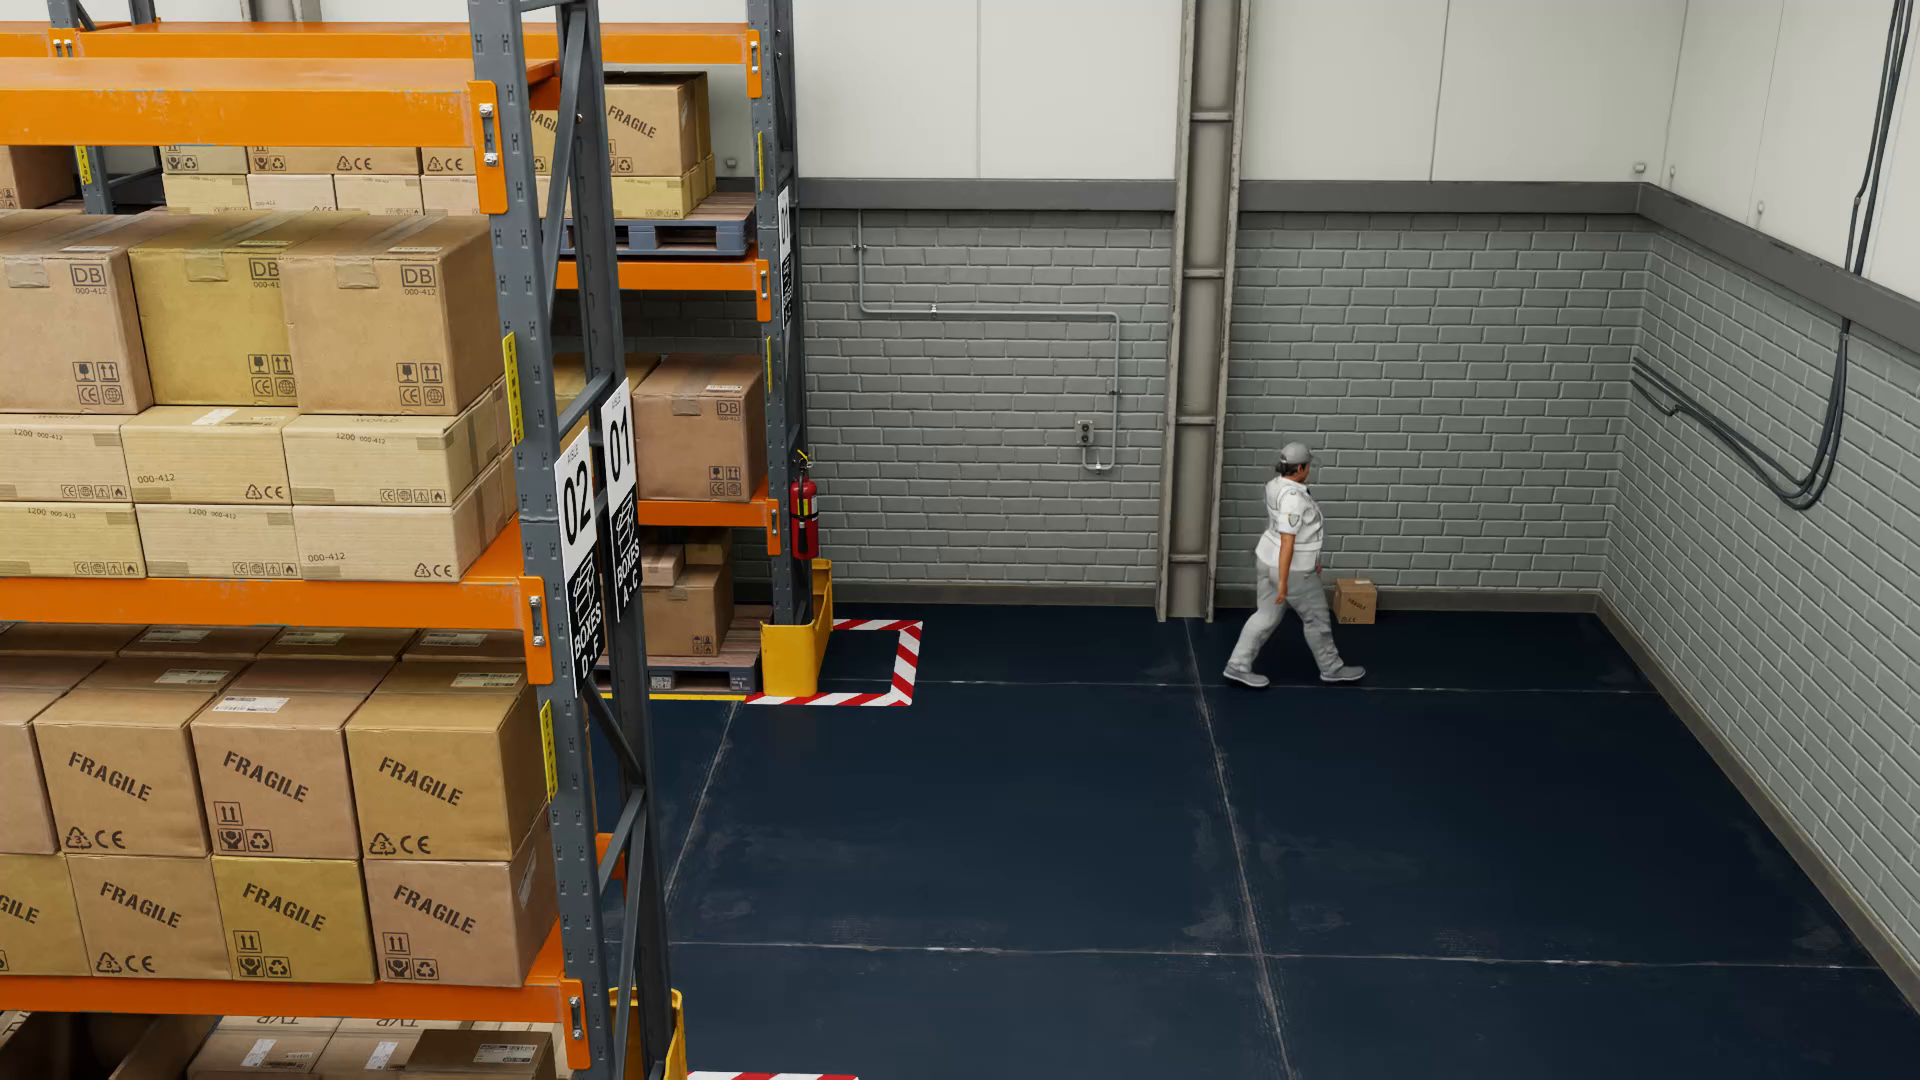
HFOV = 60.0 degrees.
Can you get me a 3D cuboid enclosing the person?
[{"bbox_3d":[2.185,0.160,10.648,0.930,1.607,0.560,-4,21,-11],"label":"person"}]
